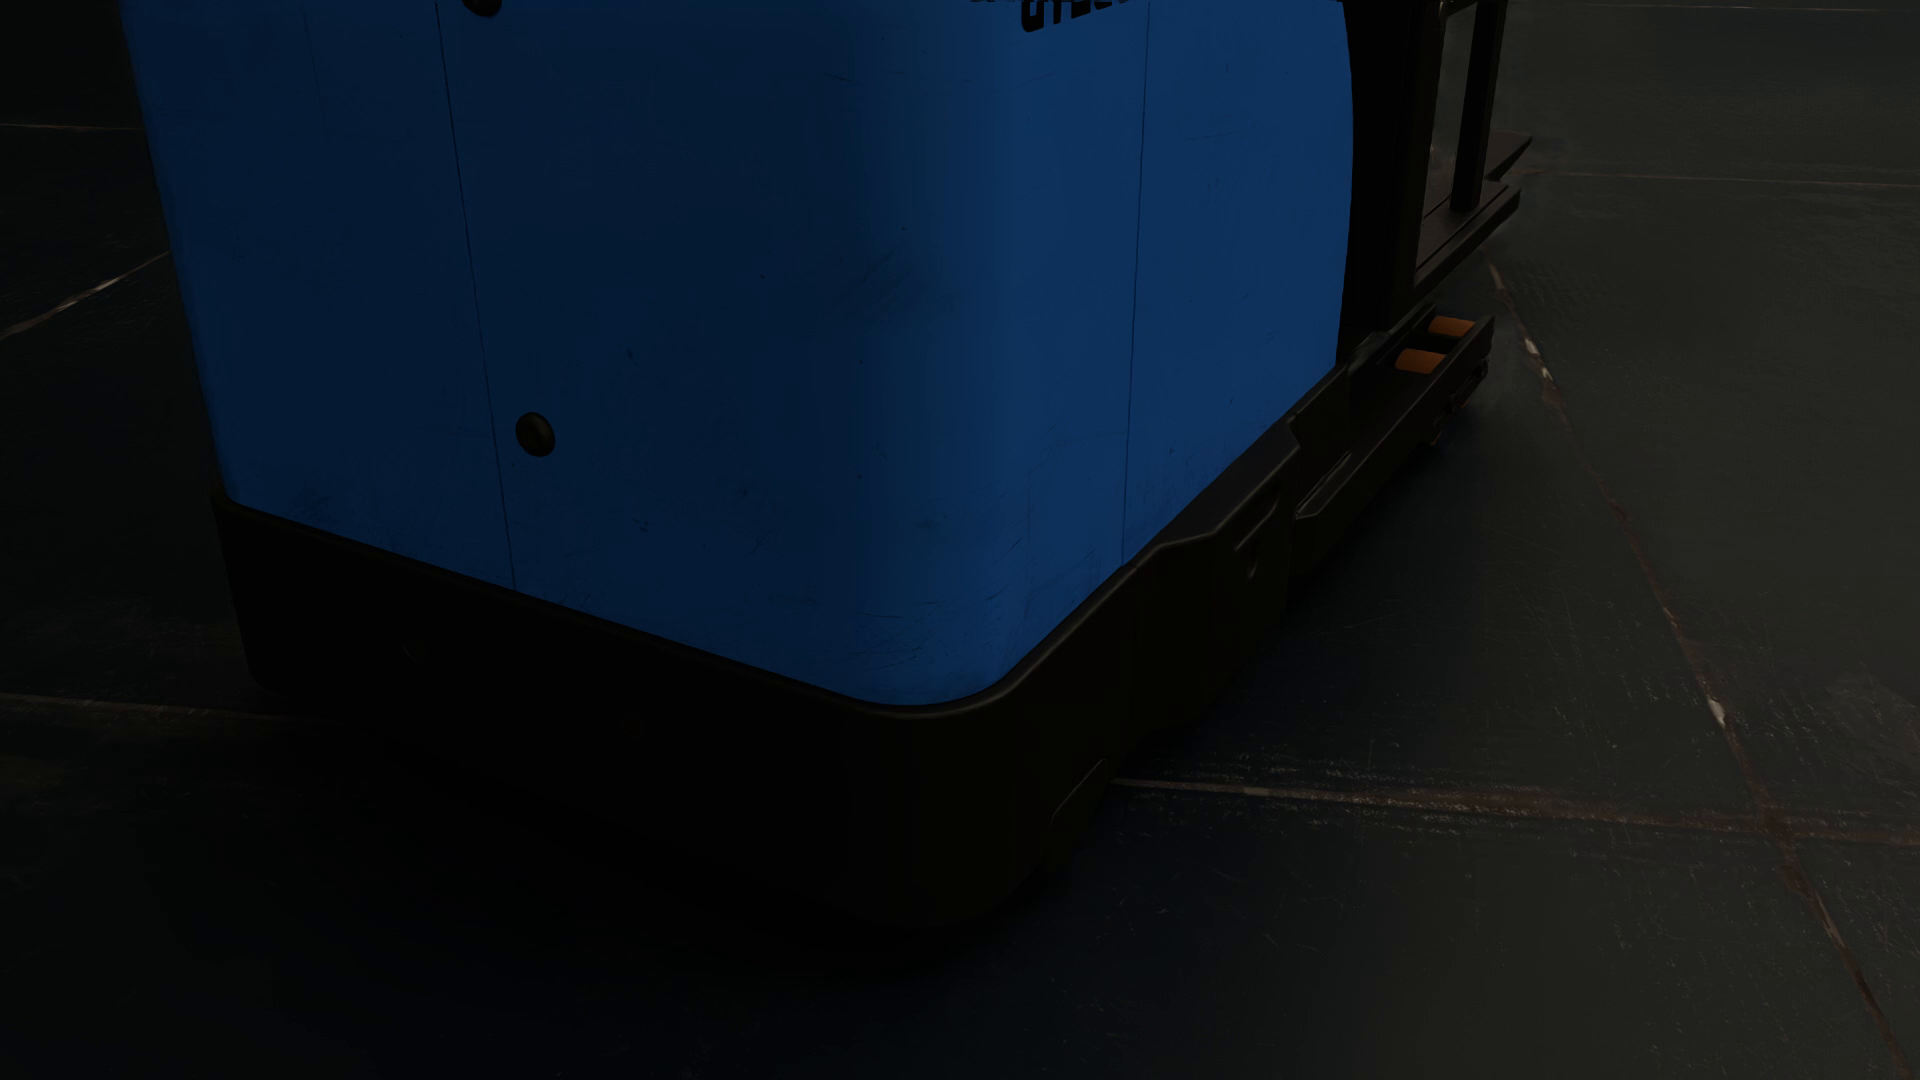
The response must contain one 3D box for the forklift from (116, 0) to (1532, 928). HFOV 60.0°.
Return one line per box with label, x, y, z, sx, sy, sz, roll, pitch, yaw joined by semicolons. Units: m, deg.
forklift;0.297;-1.560;2.344;1.130;2.935;3.031;14;30;26
